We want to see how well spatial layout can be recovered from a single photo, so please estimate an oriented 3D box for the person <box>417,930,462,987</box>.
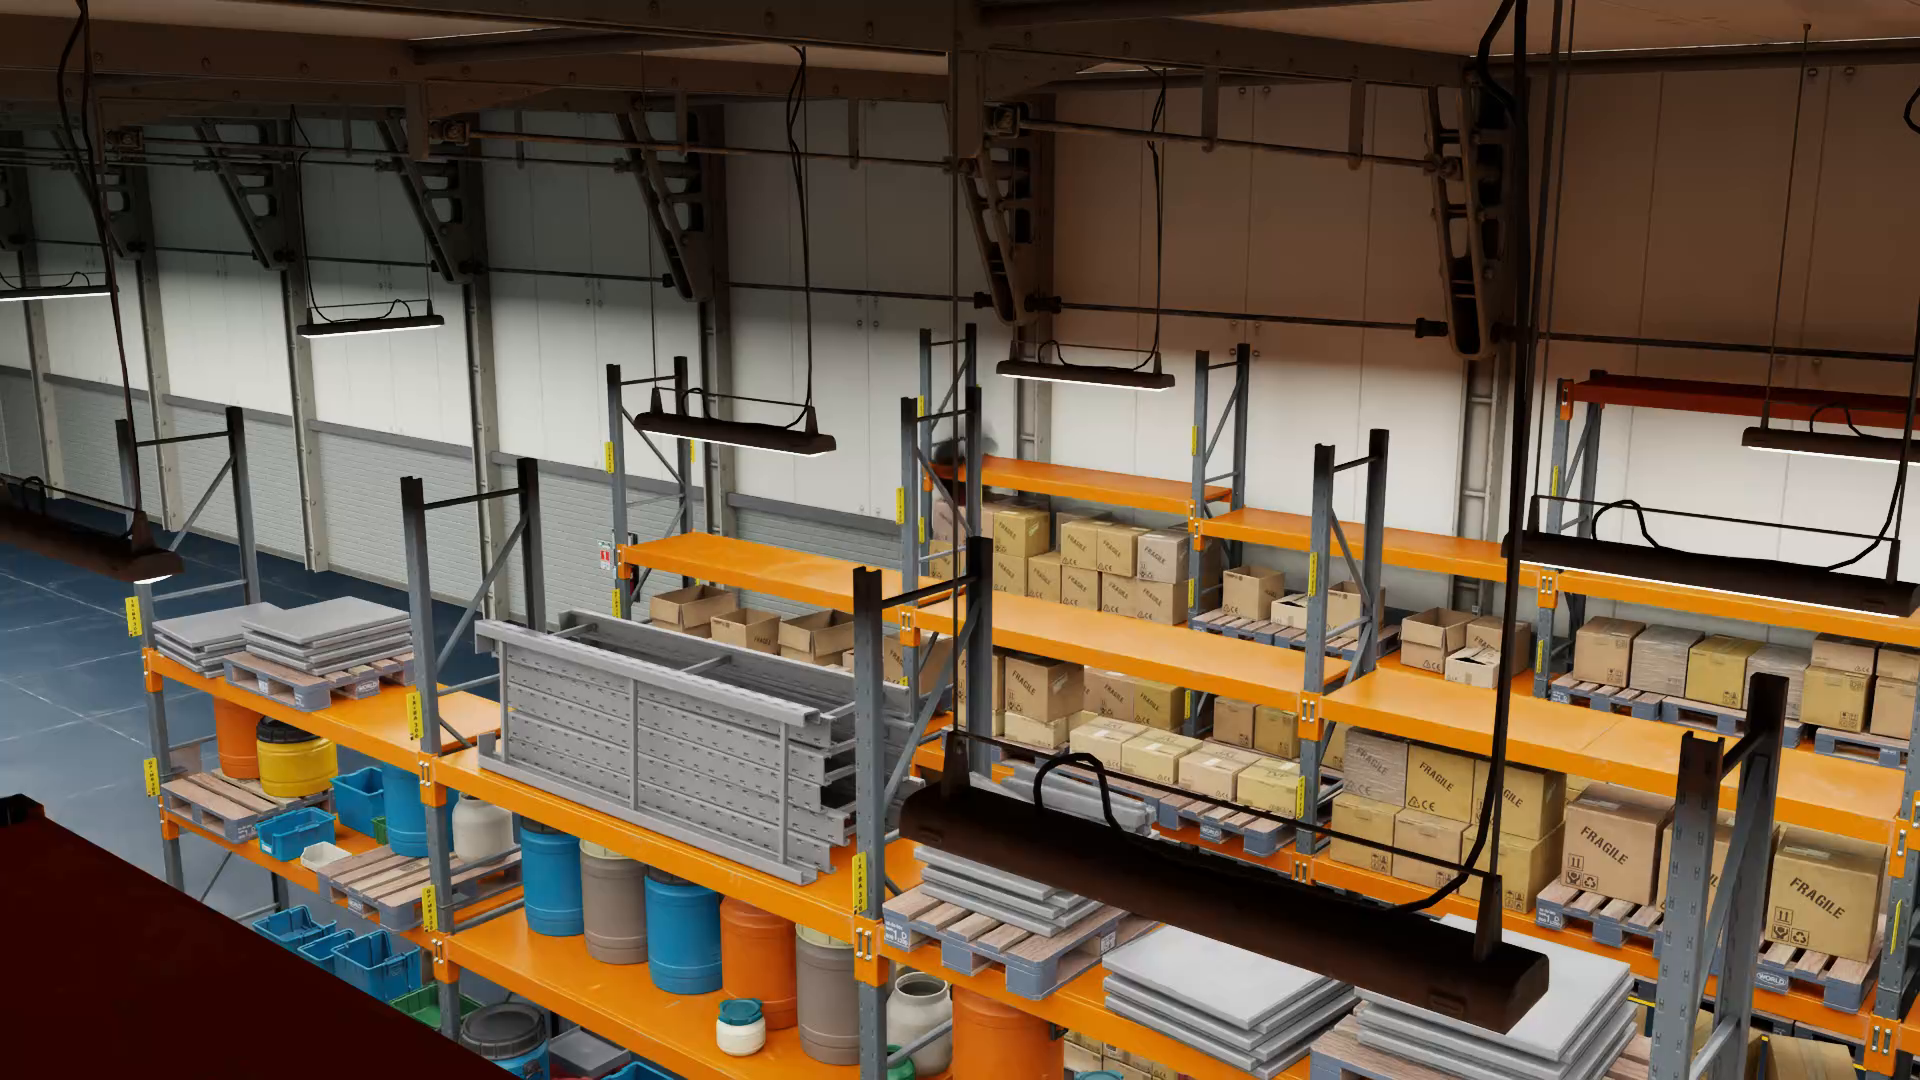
[{"bbox_3d":[-4.853,3.798,15.586,0.621,1.676,0.693,5,14,23],"label":"person"}]
